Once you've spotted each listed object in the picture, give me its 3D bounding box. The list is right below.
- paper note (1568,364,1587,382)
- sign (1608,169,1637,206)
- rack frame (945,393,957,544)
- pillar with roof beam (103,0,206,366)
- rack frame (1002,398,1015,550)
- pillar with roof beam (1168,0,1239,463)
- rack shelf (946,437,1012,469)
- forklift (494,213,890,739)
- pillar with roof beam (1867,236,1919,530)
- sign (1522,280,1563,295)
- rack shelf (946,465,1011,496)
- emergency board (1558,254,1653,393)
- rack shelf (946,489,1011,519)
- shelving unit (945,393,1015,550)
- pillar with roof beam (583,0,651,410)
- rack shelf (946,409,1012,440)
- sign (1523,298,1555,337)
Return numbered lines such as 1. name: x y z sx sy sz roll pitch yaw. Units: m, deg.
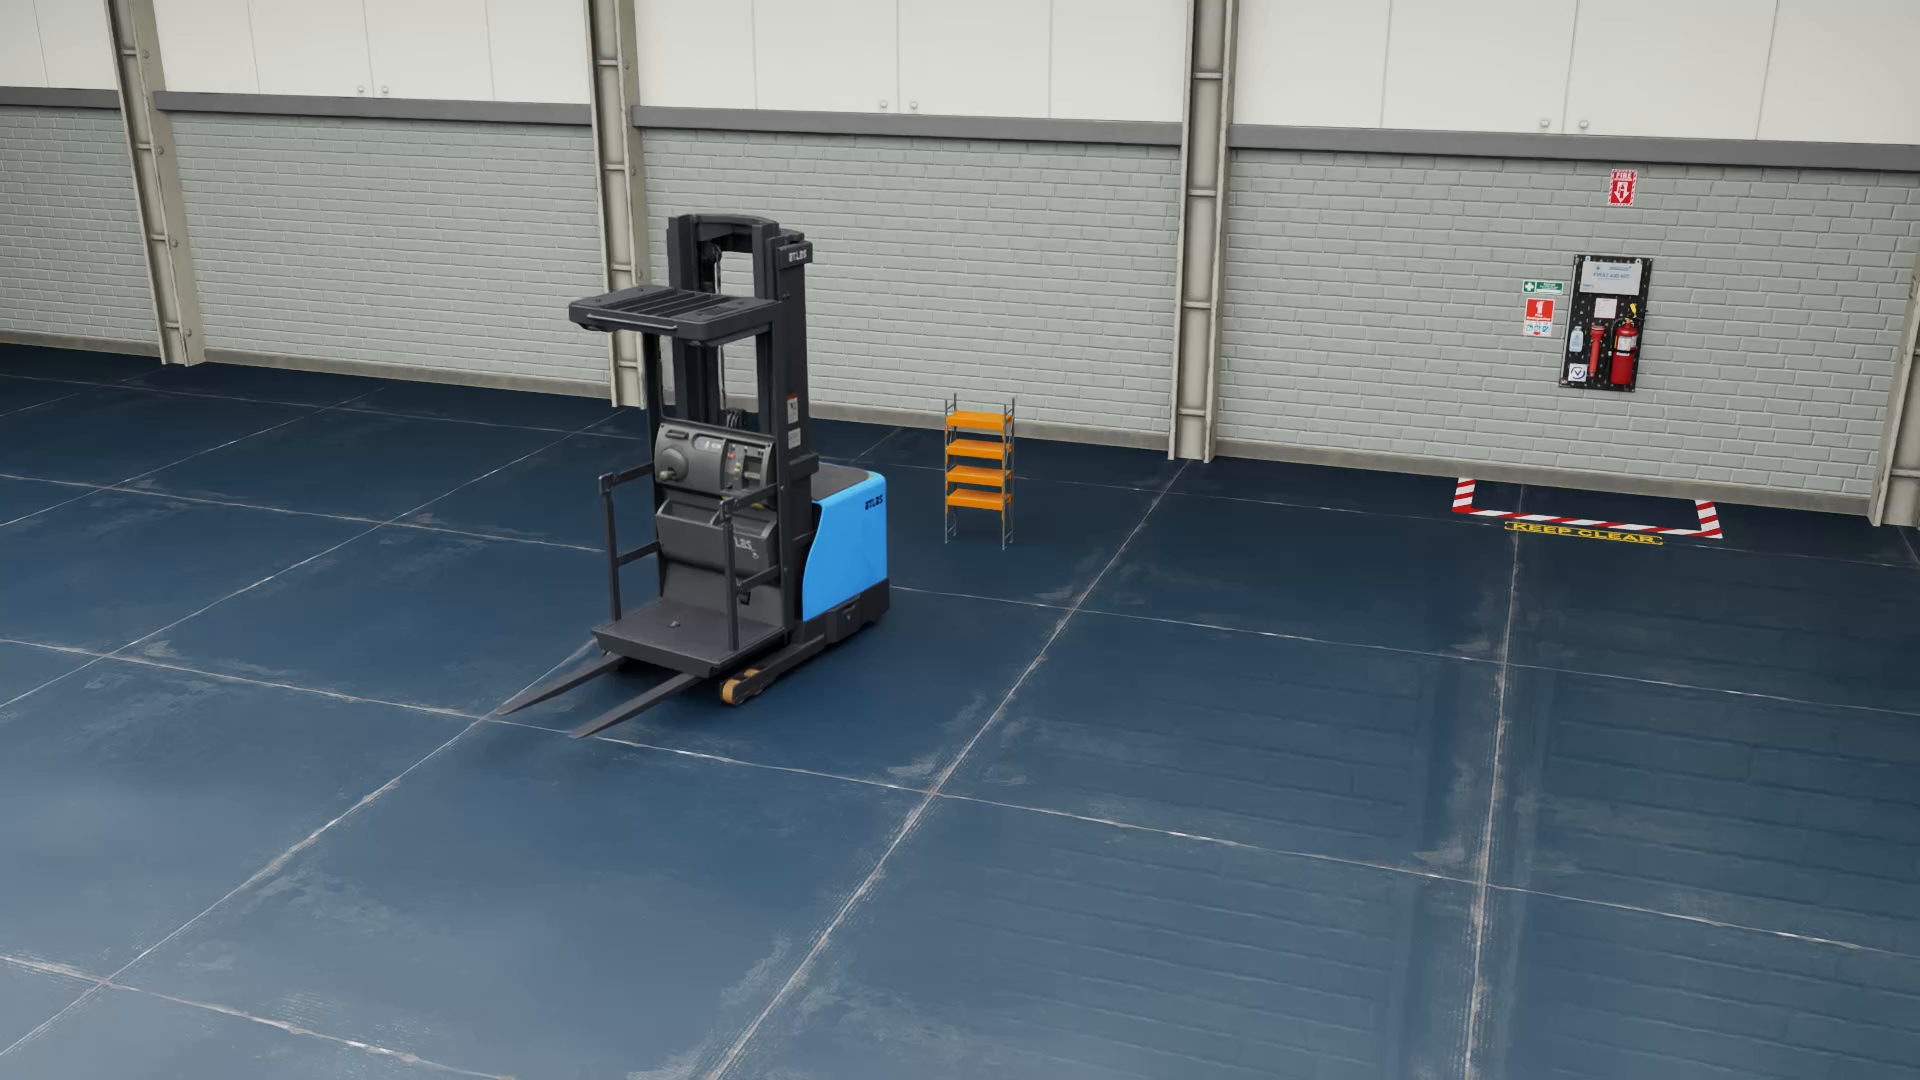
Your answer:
1. paper note: 5.411 -1.466 14.564 0.142 0.148 0.016 7 20 18
2. sign: 5.581 -2.968 14.012 0.199 0.298 0.001 7 20 18
3. rack frame: -0.074 -0.575 13.403 0.015 1.200 0.240 7 20 18
4. pillar with roof beam: -10.538 -5.001 14.253 0.400 9.000 9.100 7 20 18
5. rack frame: 0.387 -0.522 13.252 0.015 1.200 0.240 7 20 18
6. pillar with roof beam: 0.797 -3.705 10.534 0.400 9.000 9.100 7 20 18
7. rack shelf: 0.156 -0.696 13.276 0.480 0.148 0.258 7 20 18
8. forklift: -1.707 -0.507 10.579 1.130 2.935 3.031 11 22 30
9. pillar with roof beam: 6.465 -3.057 8.675 0.400 9.000 9.100 7 20 18
10. sign: 5.069 -2.197 14.463 0.331 0.109 0.001 7 20 18
11. rack shelf: 0.156 -0.485 13.350 0.480 0.148 0.258 7 20 18
12. emergency board: 5.556 -1.842 14.302 0.643 1.169 0.194 7 20 18
13. rack shelf: 0.156 -0.298 13.415 0.480 0.148 0.258 7 20 18
14. shelving unit: 0.156 -0.549 13.327 0.503 1.200 0.258 7 20 18
15. pillar with roof beam: -4.870 -4.353 12.394 0.400 9.000 9.100 7 20 18
16. rack shelf: 0.156 -0.920 13.198 0.480 0.148 0.258 7 20 18
17. sign: 5.068 -1.950 14.560 0.234 0.329 0.001 7 20 18
